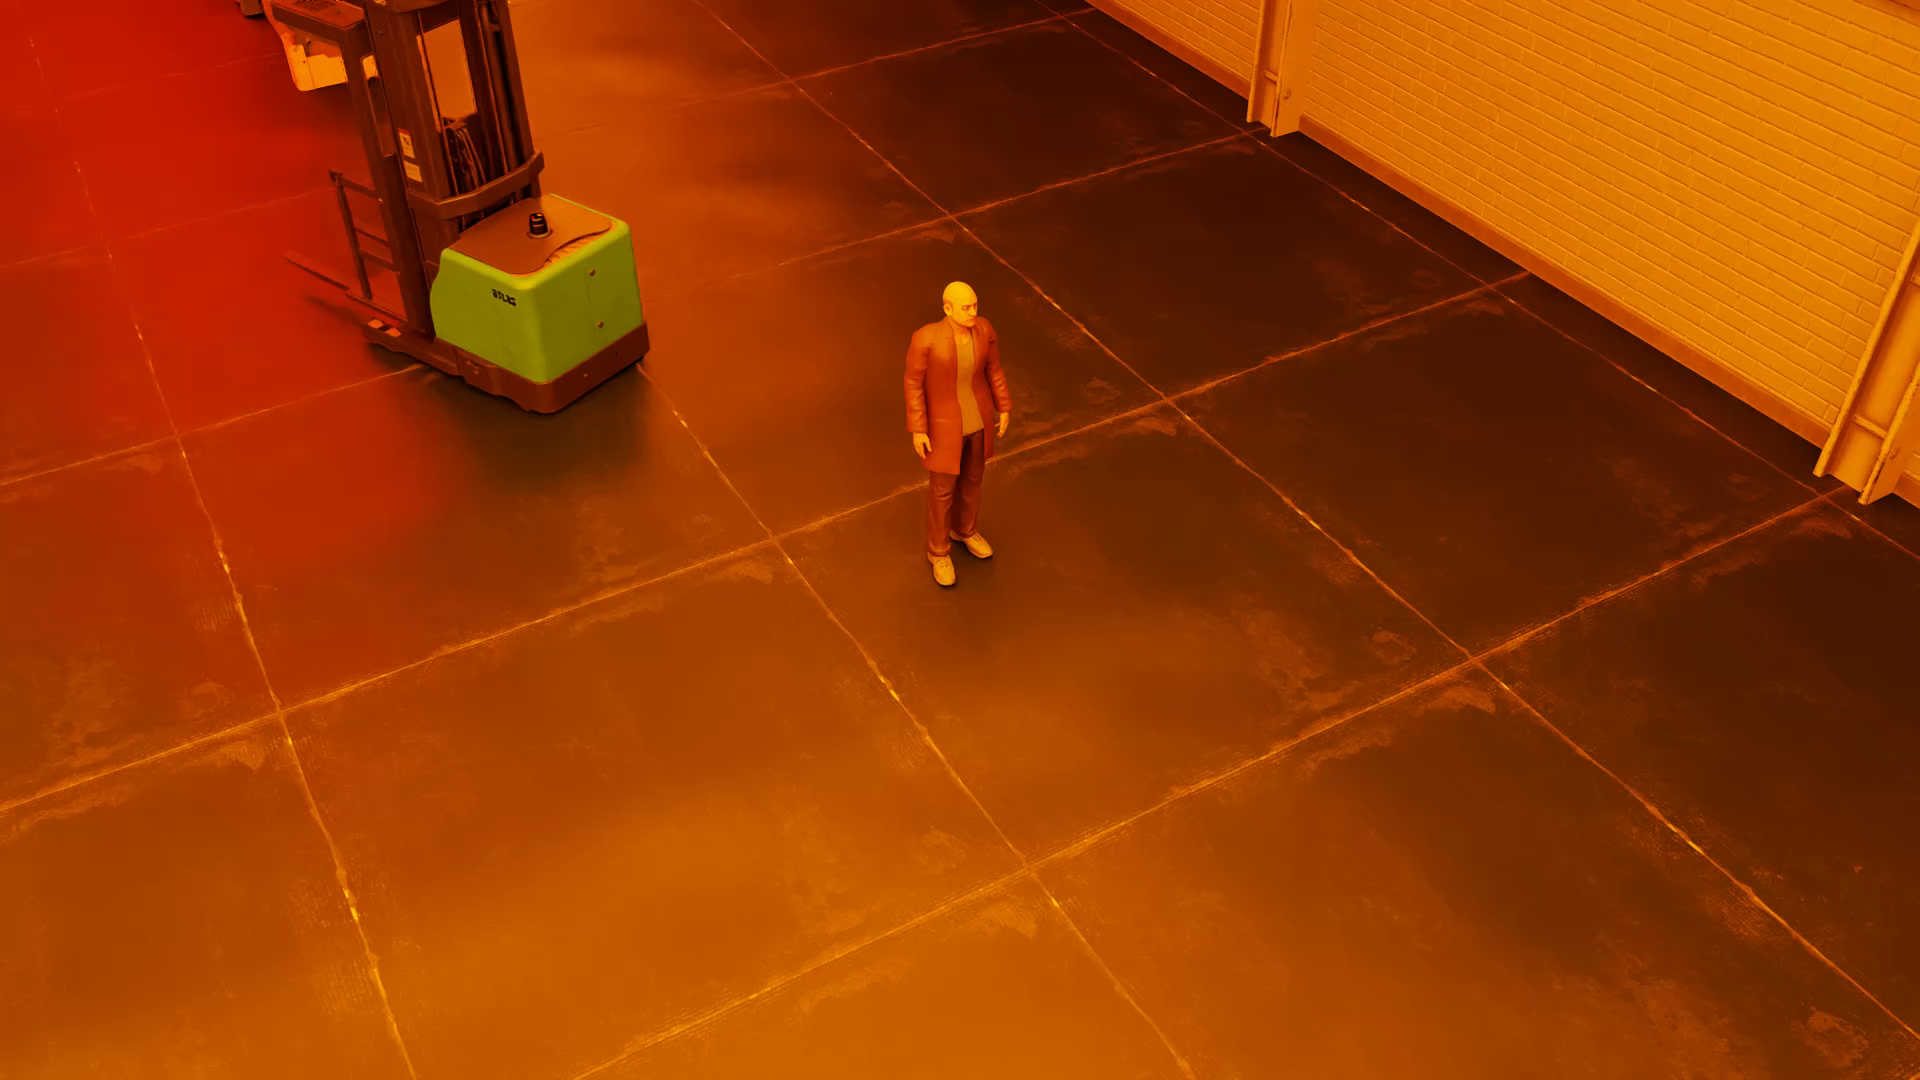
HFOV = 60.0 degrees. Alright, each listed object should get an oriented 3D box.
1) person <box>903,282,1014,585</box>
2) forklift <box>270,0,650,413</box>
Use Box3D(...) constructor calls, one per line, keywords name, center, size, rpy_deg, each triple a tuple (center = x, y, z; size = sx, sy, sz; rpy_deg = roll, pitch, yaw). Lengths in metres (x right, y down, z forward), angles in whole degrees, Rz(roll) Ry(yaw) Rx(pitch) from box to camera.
Box3D(name="person", center=(0.043, -0.638, 9.697), size=(0.698, 1.777, 0.579), rpy_deg=(-20, 44, -23))
Box3D(name="forklift", center=(-3.710, -2.733, 11.331), size=(3.031, 2.935, 1.130), rpy_deg=(24, 45, 26))
